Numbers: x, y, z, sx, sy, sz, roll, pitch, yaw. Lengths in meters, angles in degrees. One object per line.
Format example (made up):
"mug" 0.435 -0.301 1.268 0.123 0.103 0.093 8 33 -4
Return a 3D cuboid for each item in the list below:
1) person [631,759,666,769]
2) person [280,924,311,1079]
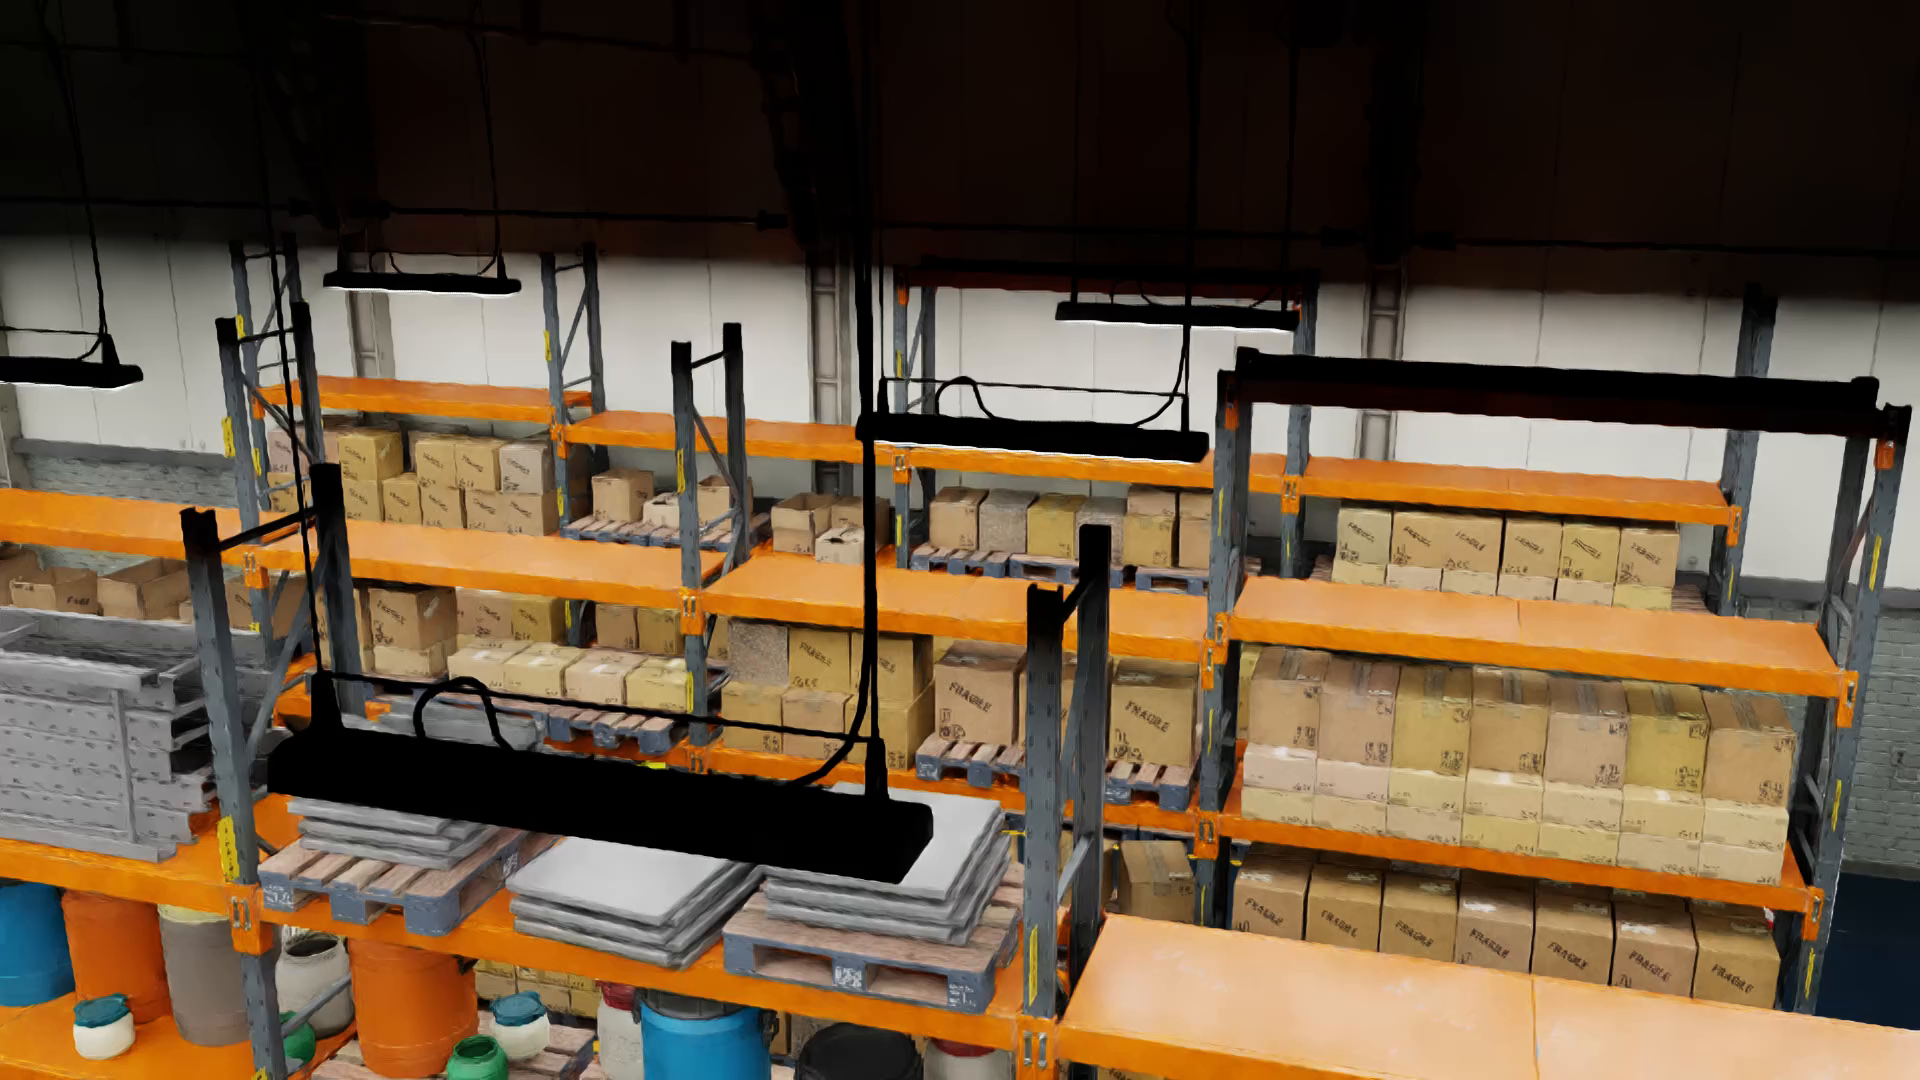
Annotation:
"person" -3.057 2.696 16.314 1.121 1.691 0.577 5 17 18
"person" -5.288 3.604 13.027 0.626 1.767 0.492 -3 16 -9
